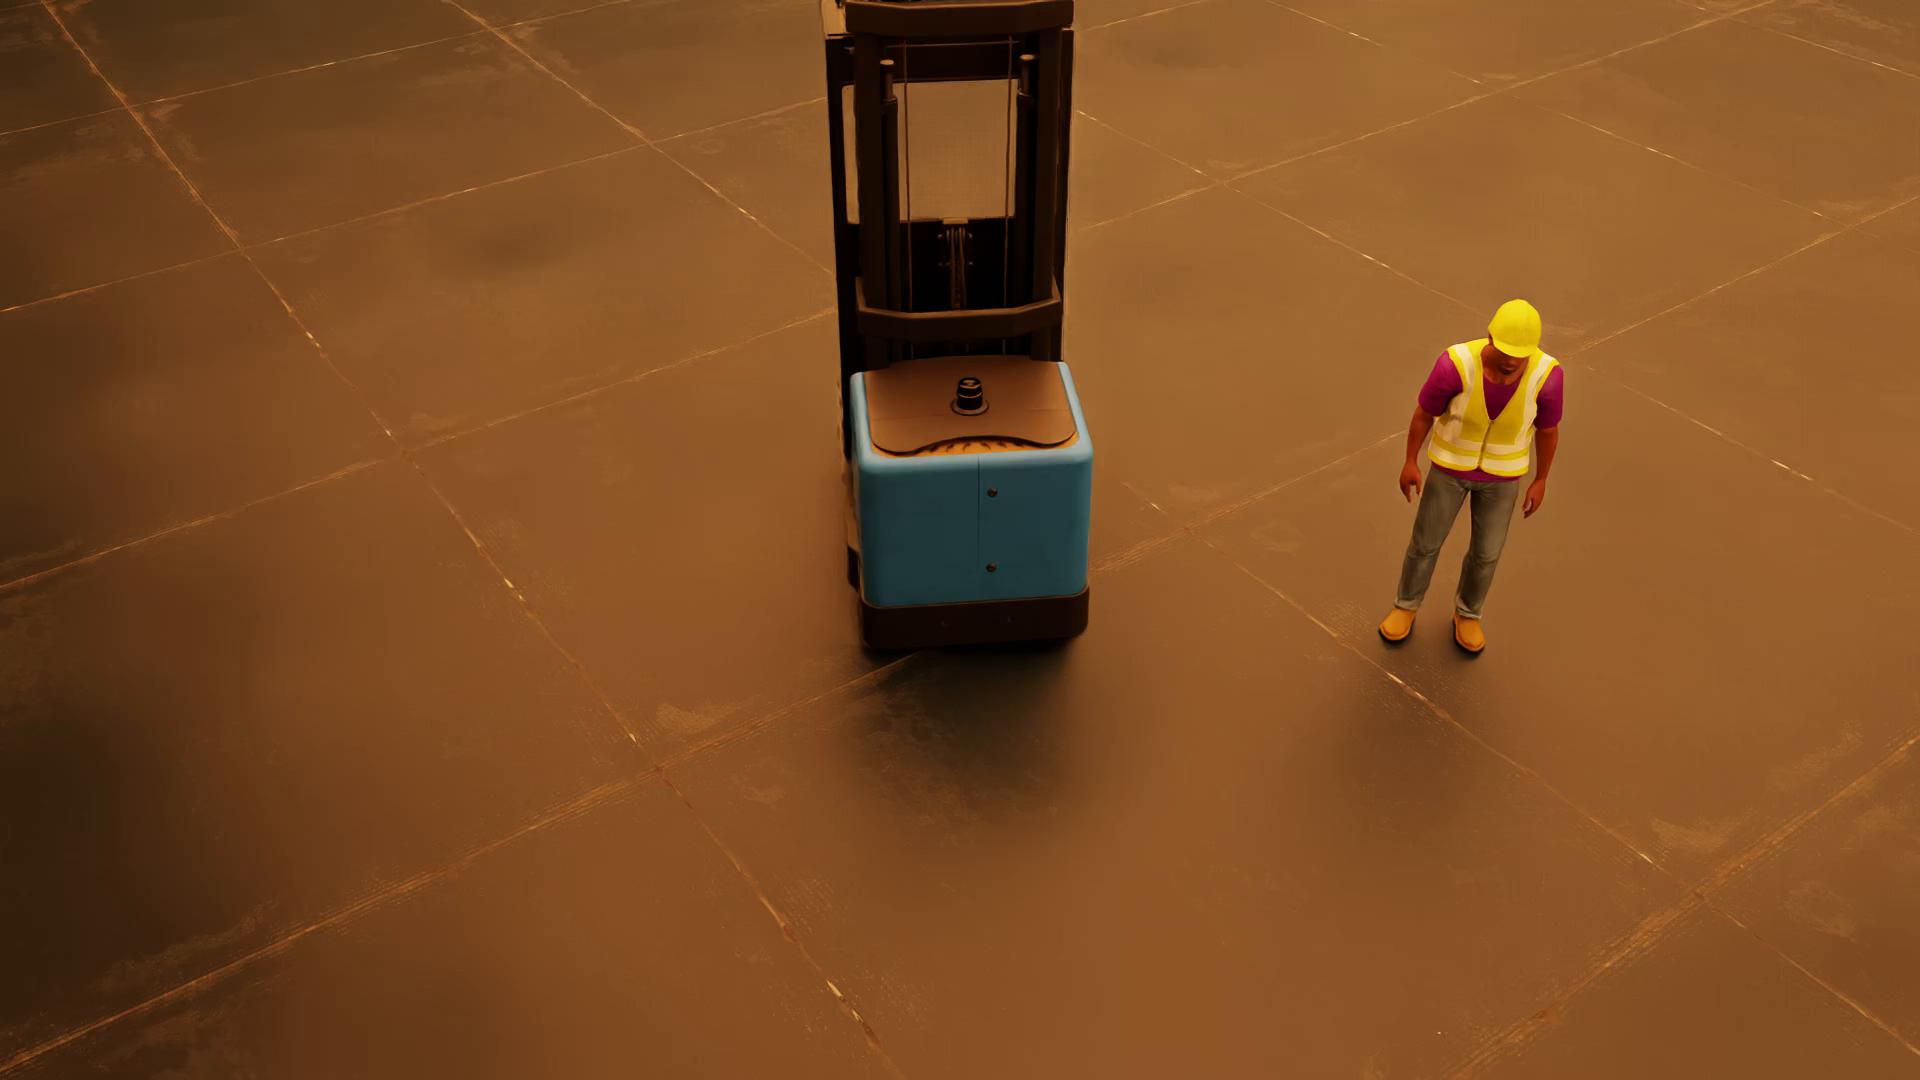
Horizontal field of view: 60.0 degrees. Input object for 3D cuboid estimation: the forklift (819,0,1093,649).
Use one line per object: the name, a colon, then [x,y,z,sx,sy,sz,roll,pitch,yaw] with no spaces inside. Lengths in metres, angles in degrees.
forklift: [-0.073,-1.541,8.028,1.130,2.935,3.031,-4,37,-5]

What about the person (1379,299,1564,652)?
person: [2.271,-0.292,7.329,0.629,1.759,0.463,8,37,11]
